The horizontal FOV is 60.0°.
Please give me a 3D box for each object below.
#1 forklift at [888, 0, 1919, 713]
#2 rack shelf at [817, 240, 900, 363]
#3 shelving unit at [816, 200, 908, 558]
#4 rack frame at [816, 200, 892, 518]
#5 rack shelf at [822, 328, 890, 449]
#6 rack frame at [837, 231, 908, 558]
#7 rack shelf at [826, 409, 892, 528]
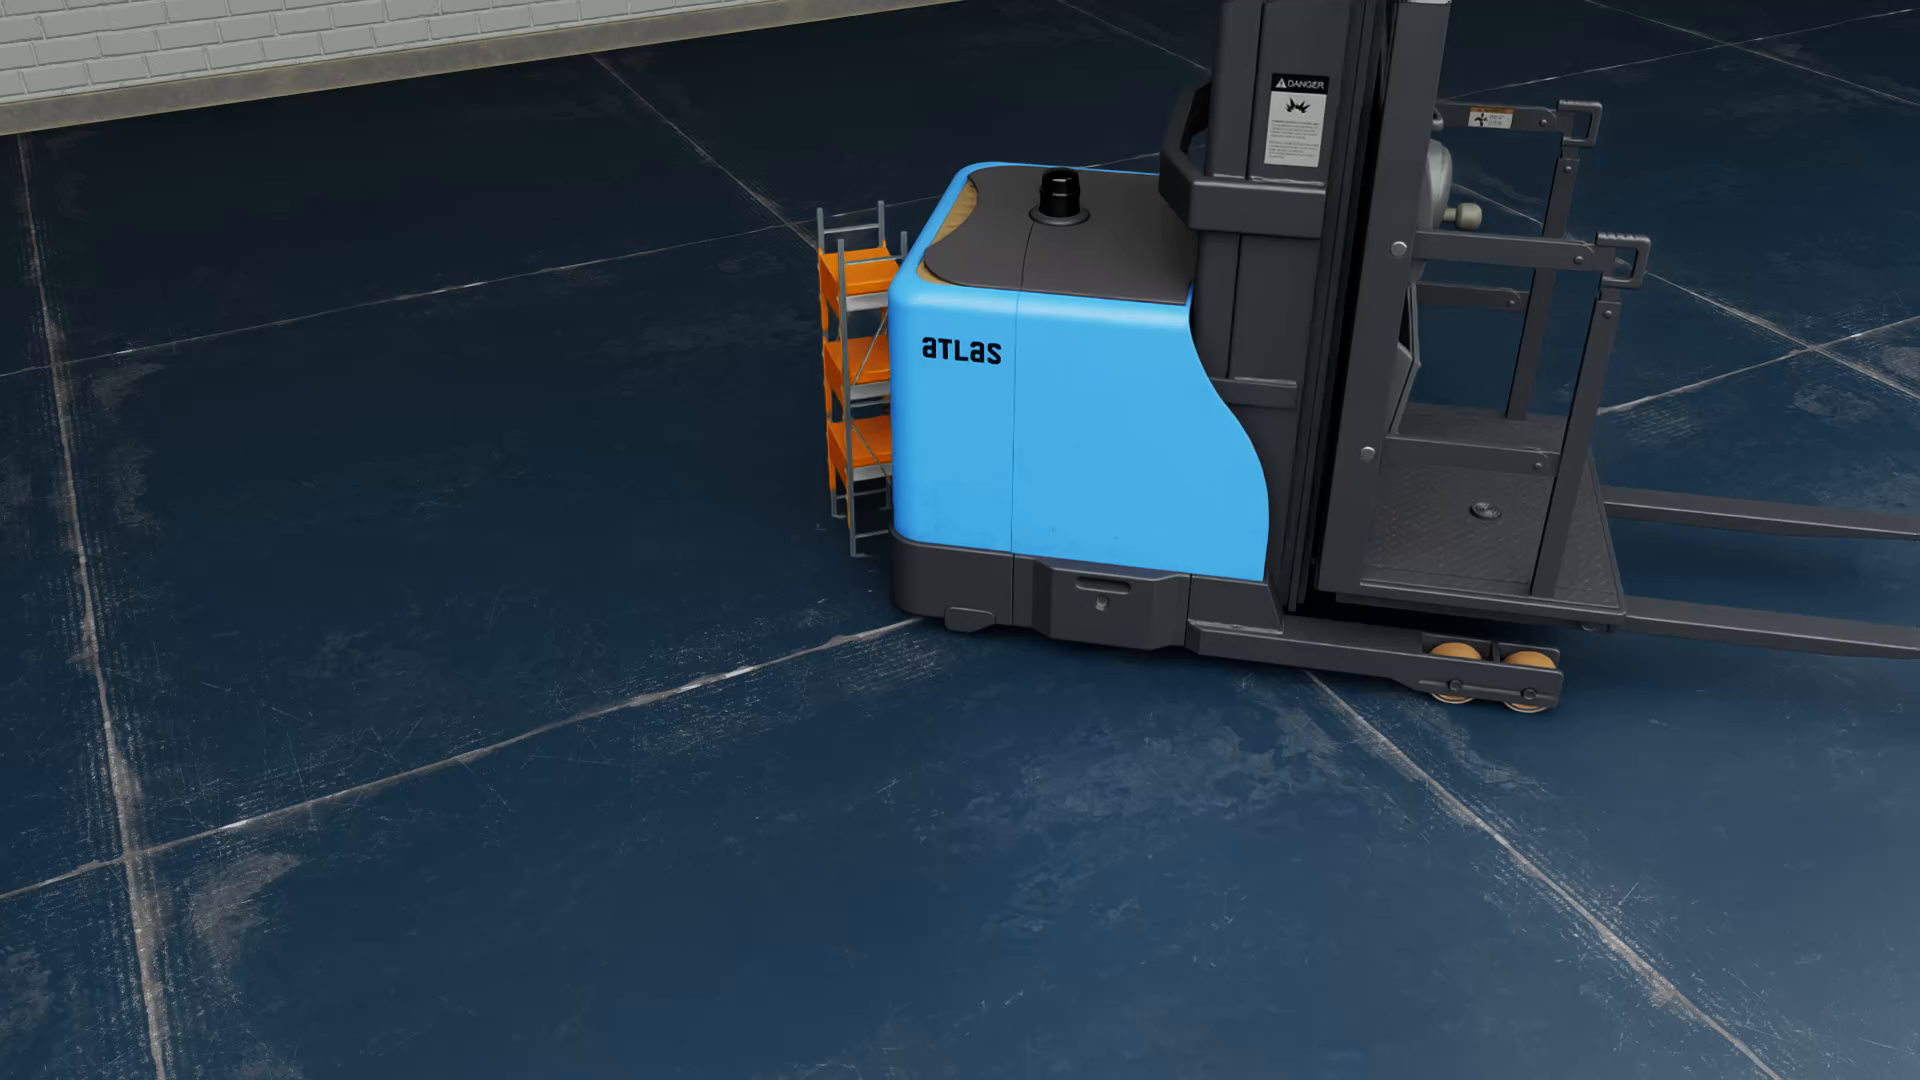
[{"bbox_3d":[1.367,-1.079,4.217,3.031,2.935,1.130,6,33,10],"label":"forklift"},{"bbox_3d":[-0.281,-0.698,4.859,0.215,0.259,0.240,-10,34,-15],"label":"rack shelf"},{"bbox_3d":[-0.281,-0.468,5.007,0.215,1.050,0.252,-10,34,-15],"label":"shelving unit"},{"bbox_3d":[-0.318,-0.530,5.105,0.200,1.050,0.008,-10,34,-15],"label":"rack frame"},{"bbox_3d":[-0.281,-0.459,5.012,0.215,0.259,0.240,-10,34,-15],"label":"rack shelf"},{"bbox_3d":[-0.244,-0.405,4.909,0.200,1.050,0.008,-10,34,-15],"label":"rack frame"},{"bbox_3d":[-0.281,-0.225,5.162,0.215,0.259,0.240,-10,34,-15],"label":"rack shelf"}]
